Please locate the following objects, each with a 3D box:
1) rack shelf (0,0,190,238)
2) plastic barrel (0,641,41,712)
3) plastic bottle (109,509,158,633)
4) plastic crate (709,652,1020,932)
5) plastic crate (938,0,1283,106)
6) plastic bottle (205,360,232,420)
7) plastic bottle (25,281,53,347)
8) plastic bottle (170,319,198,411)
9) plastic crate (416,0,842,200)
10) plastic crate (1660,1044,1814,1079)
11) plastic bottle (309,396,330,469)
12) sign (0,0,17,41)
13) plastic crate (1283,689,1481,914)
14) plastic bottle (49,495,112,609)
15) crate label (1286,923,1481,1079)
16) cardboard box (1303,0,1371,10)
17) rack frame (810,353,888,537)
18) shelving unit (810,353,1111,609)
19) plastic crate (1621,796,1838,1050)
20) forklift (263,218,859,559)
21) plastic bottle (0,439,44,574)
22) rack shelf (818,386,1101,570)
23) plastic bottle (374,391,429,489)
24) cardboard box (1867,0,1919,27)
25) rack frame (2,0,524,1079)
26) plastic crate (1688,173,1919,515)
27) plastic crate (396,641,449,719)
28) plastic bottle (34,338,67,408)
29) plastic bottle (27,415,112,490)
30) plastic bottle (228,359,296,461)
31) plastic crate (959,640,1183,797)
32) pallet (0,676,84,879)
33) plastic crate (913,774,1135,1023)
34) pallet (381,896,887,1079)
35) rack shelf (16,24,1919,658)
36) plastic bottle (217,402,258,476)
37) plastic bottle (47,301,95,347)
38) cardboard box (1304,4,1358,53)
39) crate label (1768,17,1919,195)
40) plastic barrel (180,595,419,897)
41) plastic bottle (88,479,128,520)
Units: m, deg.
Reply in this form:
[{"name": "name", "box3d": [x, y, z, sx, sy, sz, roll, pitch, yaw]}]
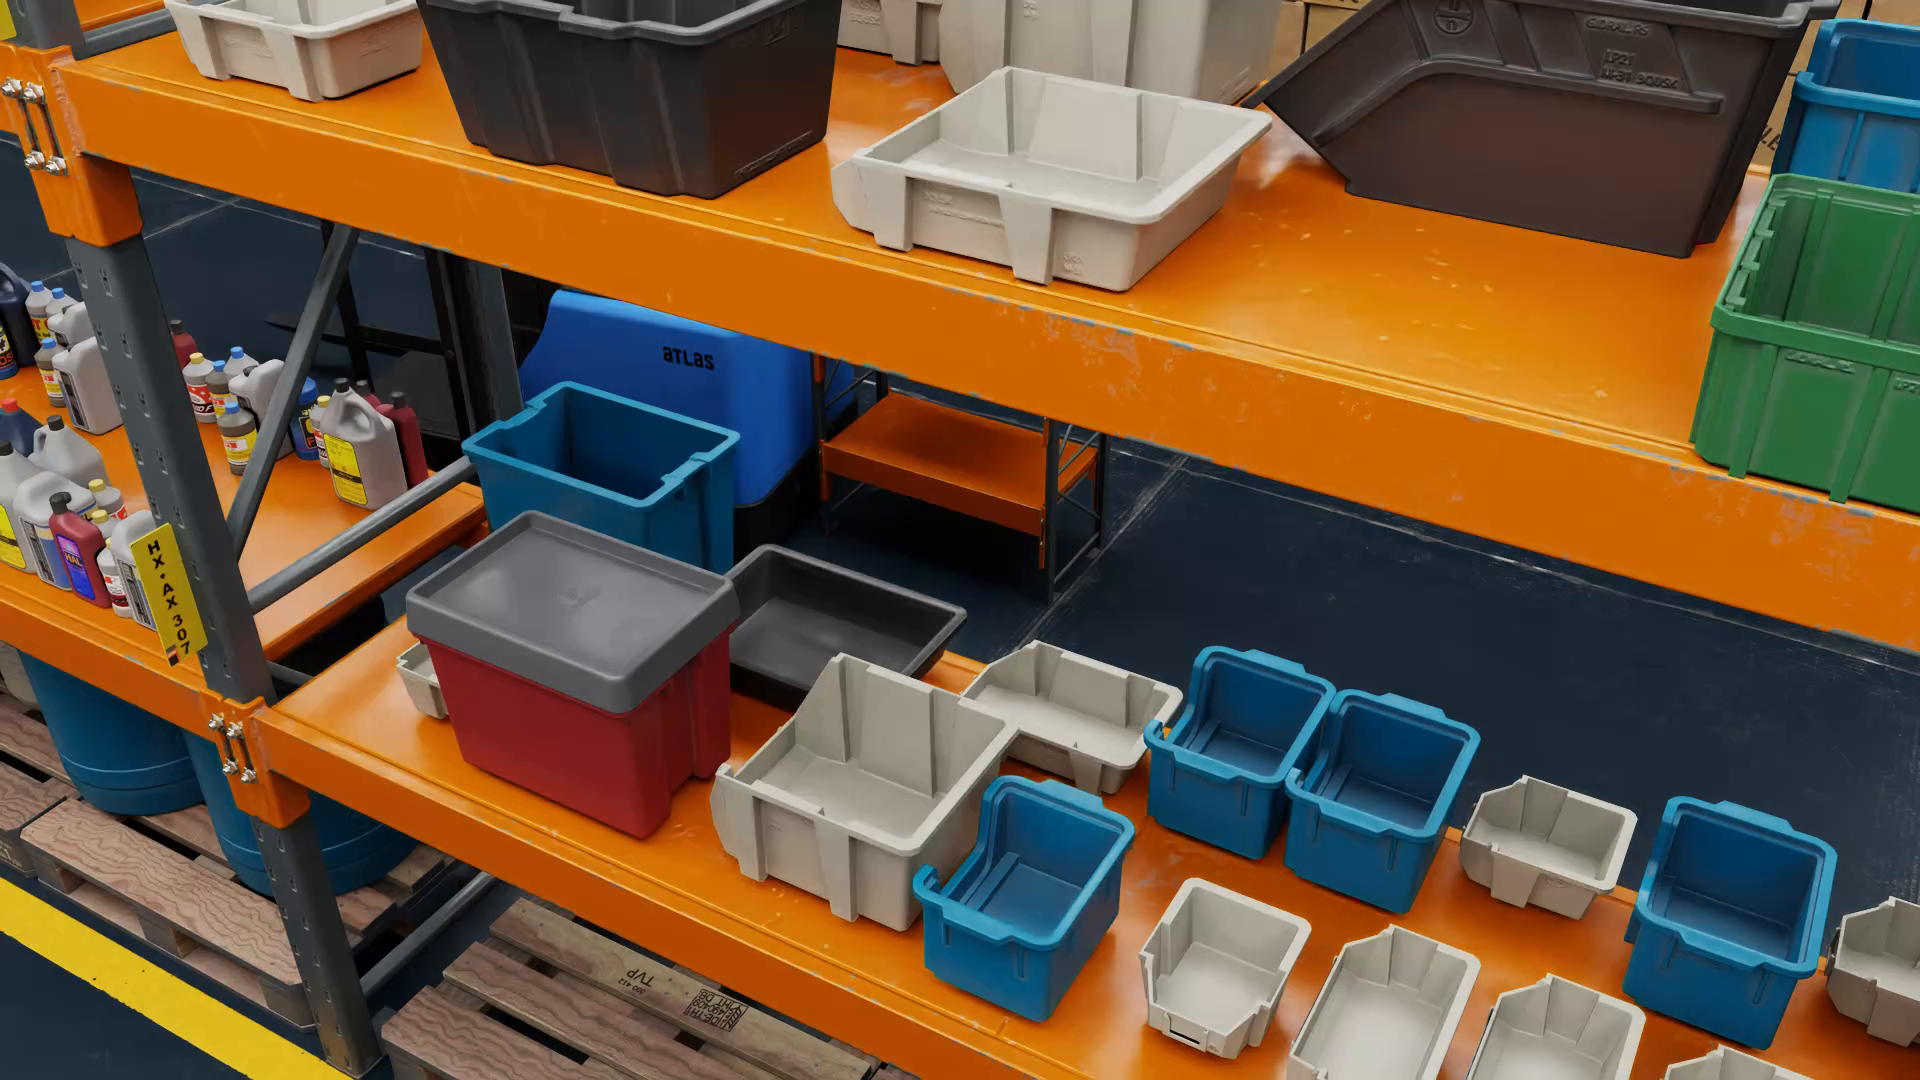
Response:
[{"name": "rack shelf", "box3d": [-3.178, -1.526, 4.279, 4.000, 0.370, 1.077, 18, 37, 24]}, {"name": "plastic barrel", "box3d": [-2.966, 0.283, 5.485, 0.421, 0.512, 0.421, 0, 34, 0]}, {"name": "plastic bottle", "box3d": [-1.944, 0.071, 4.048, 0.135, 0.276, 0.152, 18, 37, 24]}, {"name": "plastic crate", "box3d": [-0.207, 0.506, 3.337, 0.530, 0.282, 0.437, 18, 37, 24]}, {"name": "plastic crate", "box3d": [0.260, -0.885, 2.773, 0.530, 0.282, 0.437, 18, 37, 24]}, {"name": "plastic bottle", "box3d": [-2.144, -0.428, 4.865, 0.097, 0.201, 0.097, 0, 34, 0]}, {"name": "plastic bottle", "box3d": [-2.831, -0.675, 5.173, 0.097, 0.271, 0.097, 0, 34, 0]}, {"name": "plastic bottle", "box3d": [-2.319, -0.529, 4.944, 0.133, 0.283, 0.061, 18, 37, 24]}, {"name": "plastic crate", "box3d": [-0.499, -0.748, 2.578, 0.590, 0.269, 0.497, 18, 37, 24]}, {"name": "plastic crate", "box3d": [1.234, 1.020, 2.695, 0.243, 0.136, 0.396, 18, 37, 24]}, {"name": "plastic bottle", "box3d": [-1.773, -0.310, 4.689, 0.097, 0.201, 0.097, 0, 34, 0]}, {"name": "sign", "box3d": [-1.716, -1.015, 2.854, 0.005, 0.325, 0.100, 18, 37, 24]}, {"name": "plastic crate", "box3d": [0.837, 0.529, 3.346, 0.300, 0.233, 0.416, 18, 37, 24]}, {"name": "plastic bottle", "box3d": [-2.167, 0.027, 4.109, 0.133, 0.283, 0.061, 18, 37, 24]}, {"name": "crate label", "box3d": [0.735, 0.869, 2.923, 0.243, 0.136, 0.396, 18, 37, 24]}, {"name": "cardboard box", "box3d": [1.737, -2.461, 6.747, 0.500, 0.500, 0.500, 16, 37, 23]}, {"name": "rack frame", "box3d": [-0.435, -0.606, 6.645, 0.032, 1.125, 0.500, 18, 37, 24]}, {"name": "shelving unit", "box3d": [0.006, -0.466, 6.435, 1.048, 1.125, 0.538, 18, 37, 24]}, {"name": "plastic crate", "box3d": [1.409, 0.710, 3.074, 0.300, 0.233, 0.416, 18, 37, 24]}, {"name": "forklift", "box3d": [-2.009, -1.641, 6.569, 3.031, 2.935, 1.130, 12, 36, 17]}, {"name": "plastic bottle", "box3d": [-2.402, -0.102, 4.242, 0.185, 0.351, 0.144, 18, 37, 24]}, {"name": "rack shelf", "box3d": [0.006, -0.263, 6.571, 1.000, 0.278, 0.538, 18, 37, 24]}, {"name": "plastic bottle", "box3d": [-1.548, -0.285, 4.577, 0.133, 0.283, 0.061, 18, 37, 24]}, {"name": "cardboard box", "box3d": [3.531, -1.896, 5.899, 0.500, 0.500, 0.500, 19, 38, 26]}, {"name": "rack frame", "box3d": [-1.441, -0.027, 4.085, 0.127, 3.000, 1.000, 18, 37, 24]}, {"name": "plastic crate", "box3d": [1.033, -0.221, 1.861, 0.336, 0.188, 0.450, 18, 37, 24]}, {"name": "plastic crate", "box3d": [-1.108, 0.254, 3.846, 0.243, 0.136, 0.396, 18, 37, 24]}, {"name": "plastic bottle", "box3d": [-2.705, -0.509, 4.987, 0.097, 0.201, 0.097, 0, 34, 0]}, {"name": "plastic bottle", "box3d": [-2.330, -0.172, 4.346, 0.185, 0.351, 0.144, 18, 37, 24]}, {"name": "plastic bottle", "box3d": [-1.972, -0.387, 4.737, 0.135, 0.276, 0.152, 18, 37, 24]}, {"name": "plastic crate", "box3d": [0.220, 0.392, 3.639, 0.466, 0.136, 0.293, 18, 37, 24]}, {"name": "pallet", "box3d": [-3.154, 0.566, 5.710, 1.213, 0.211, 1.003, 18, 37, 24]}, {"name": "plastic crate", "box3d": [0.121, 0.676, 3.125, 0.300, 0.233, 0.416, 18, 37, 24]}, {"name": "pallet", "box3d": [-0.784, 1.317, 4.582, 1.213, 0.211, 1.003, 18, 37, 24]}, {"name": "rack shelf", "box3d": [0.295, -0.426, 2.627, 4.000, 0.370, 1.077, 18, 37, 24]}, {"name": "plastic bottle", "box3d": [-2.018, -0.291, 4.660, 0.097, 0.201, 0.097, 0, 34, 0]}, {"name": "plastic bottle", "box3d": [-2.660, -0.605, 5.064, 0.135, 0.276, 0.152, 18, 37, 24]}, {"name": "cardboard box", "box3d": [1.773, -2.041, 7.019, 0.500, 0.500, 0.500, 18, 38, 25]}, {"name": "crate label", "box3d": [1.391, -0.523, 2.257, 0.502, 0.251, 0.408, 18, 37, 24]}, {"name": "plastic barrel", "box3d": [-1.905, 0.513, 4.787, 0.708, 0.901, 0.600, 18, 37, 24]}, {"name": "plastic bottle", "box3d": [-2.215, -0.063, 4.318, 0.097, 0.201, 0.097, 0, 34, 0]}]
